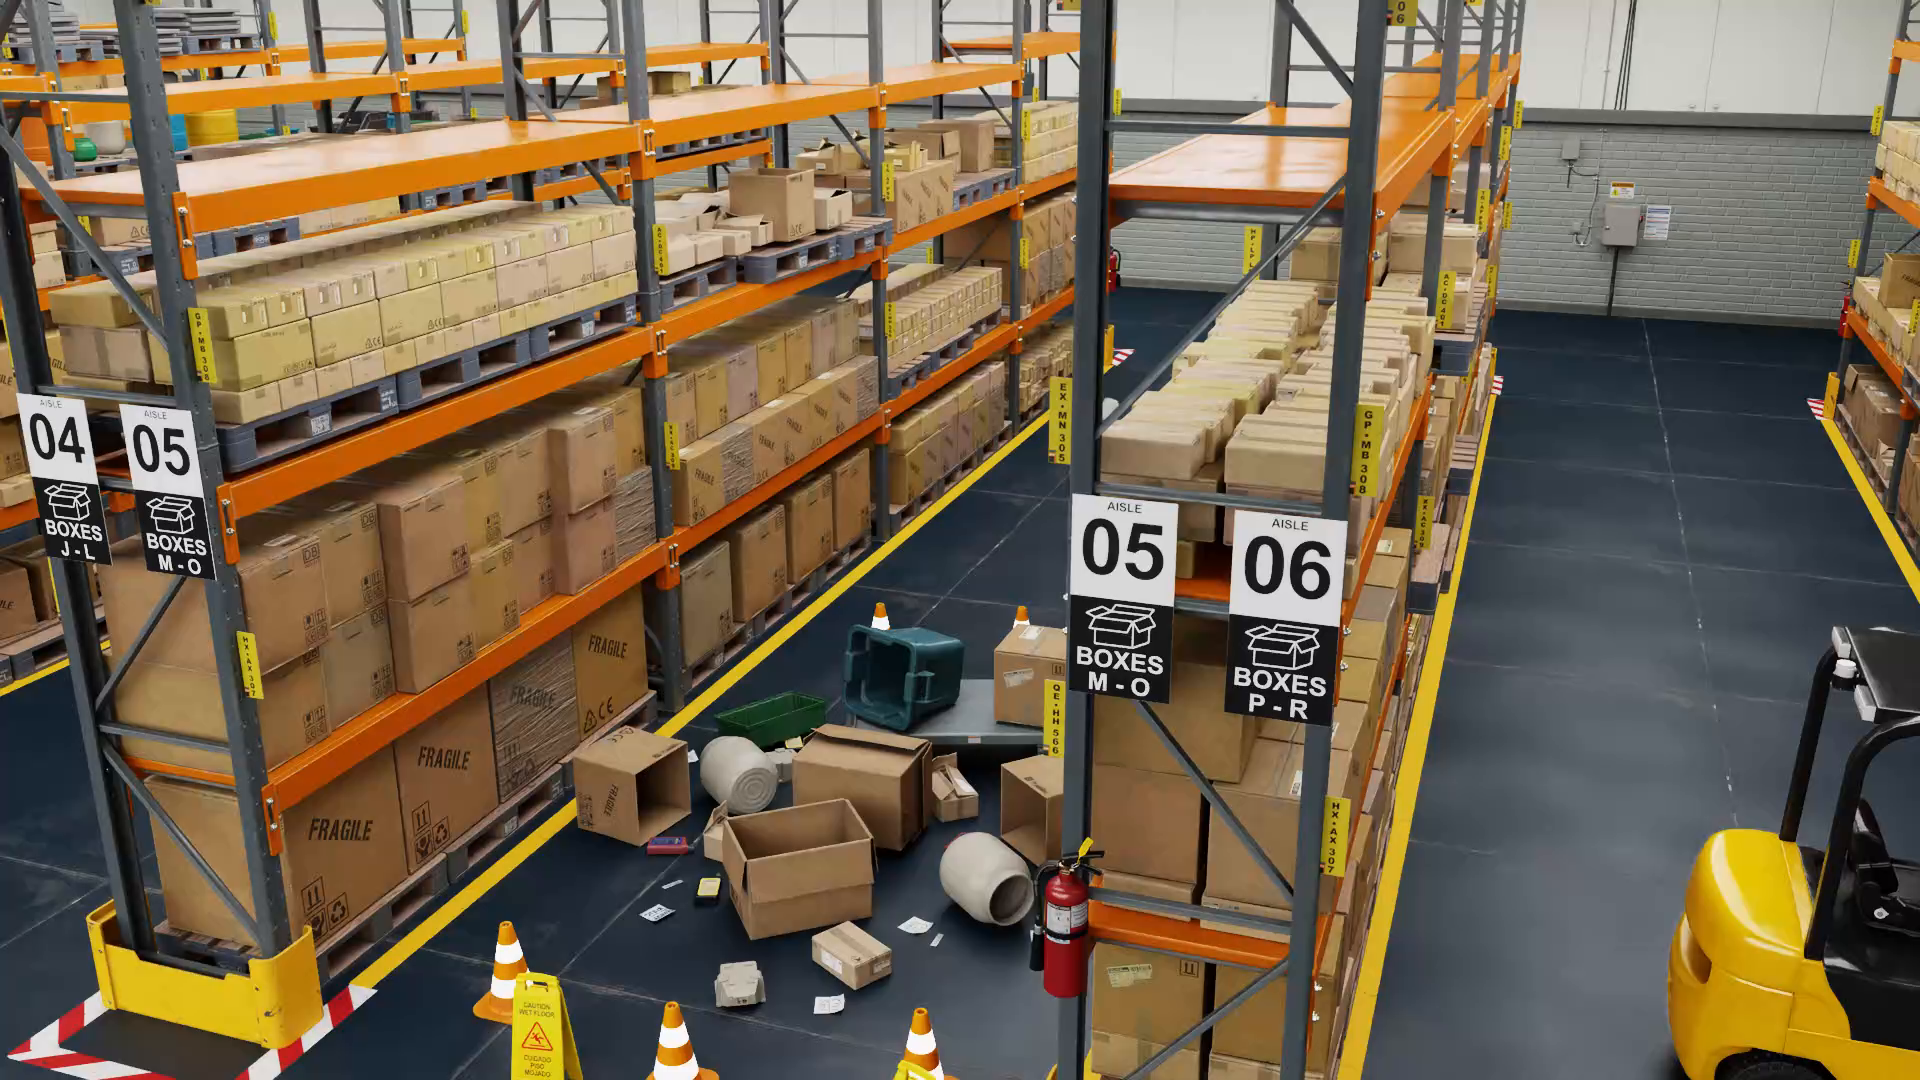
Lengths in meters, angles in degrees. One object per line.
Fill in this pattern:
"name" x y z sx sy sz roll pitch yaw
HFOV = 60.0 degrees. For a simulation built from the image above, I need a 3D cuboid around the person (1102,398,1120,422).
"person" 1.182 -0.349 13.890 0.454 1.665 0.606 5 19 13
